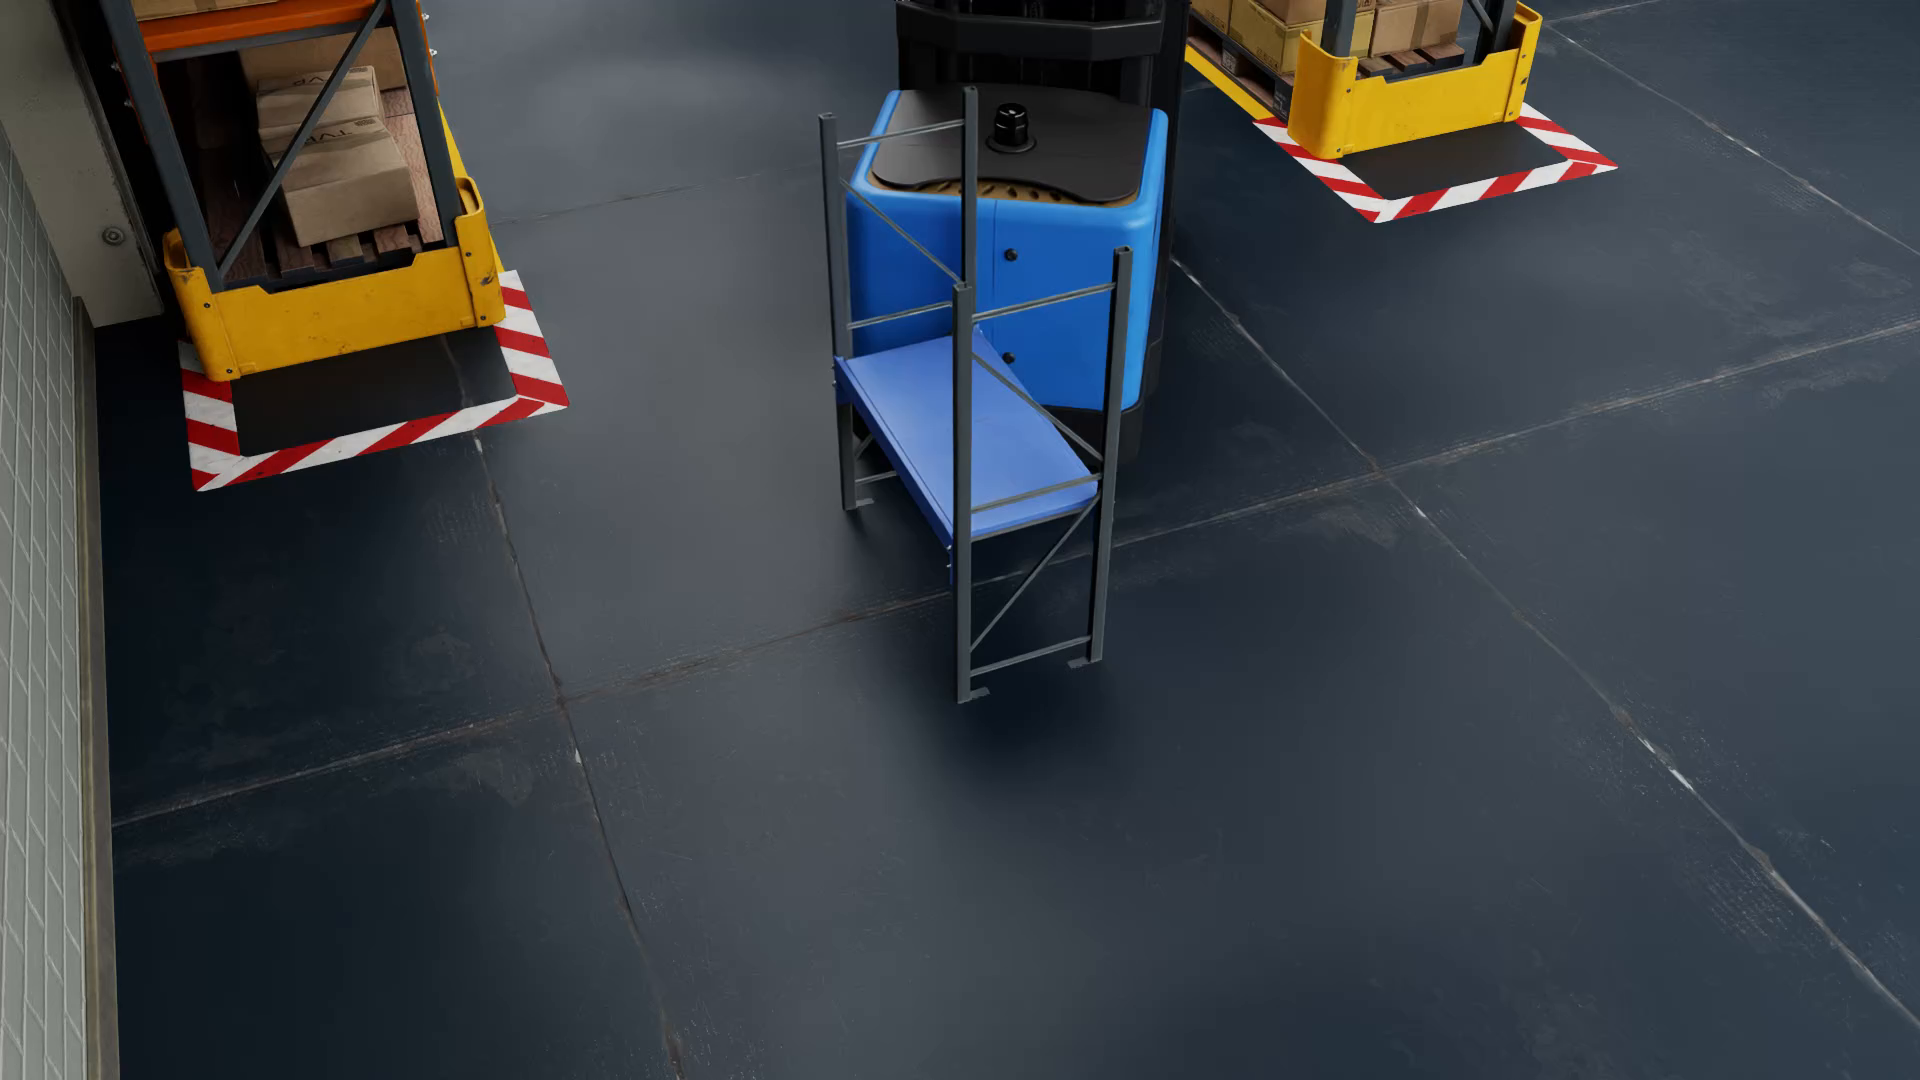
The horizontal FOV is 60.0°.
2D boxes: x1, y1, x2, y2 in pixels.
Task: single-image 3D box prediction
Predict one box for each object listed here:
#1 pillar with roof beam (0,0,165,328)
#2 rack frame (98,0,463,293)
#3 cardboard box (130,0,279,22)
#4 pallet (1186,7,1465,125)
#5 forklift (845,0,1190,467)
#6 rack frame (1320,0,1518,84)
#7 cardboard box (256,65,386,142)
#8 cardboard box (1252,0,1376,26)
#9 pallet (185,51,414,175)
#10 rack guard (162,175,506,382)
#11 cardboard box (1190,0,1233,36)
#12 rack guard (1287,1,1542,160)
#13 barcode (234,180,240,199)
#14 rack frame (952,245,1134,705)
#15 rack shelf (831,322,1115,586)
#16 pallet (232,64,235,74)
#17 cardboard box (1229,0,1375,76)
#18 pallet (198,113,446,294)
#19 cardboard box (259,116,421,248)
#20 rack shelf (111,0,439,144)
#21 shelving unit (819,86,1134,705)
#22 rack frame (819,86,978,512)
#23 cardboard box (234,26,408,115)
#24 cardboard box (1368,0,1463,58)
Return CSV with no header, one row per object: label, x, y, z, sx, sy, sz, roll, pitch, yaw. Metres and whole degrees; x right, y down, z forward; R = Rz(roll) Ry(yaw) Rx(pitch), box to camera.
pillar with roof beam,0.491,-5.497,5.241,9.100,9.000,0.400,-15,43,-17
rack frame,-2.419,-1.943,5.708,1.000,3.000,0.127,-15,43,-17
cardboard box,-2.777,-2.127,6.022,0.500,0.250,0.500,-15,43,-16
pallet,1.825,-2.574,8.581,1.003,0.211,1.213,-15,43,-17
forklift,0.347,-2.333,6.215,1.130,2.935,3.031,6,41,7
rack frame,2.156,-3.181,7.148,1.000,3.000,0.127,-15,43,-17
cardboard box,-2.819,-1.873,7.352,0.500,0.311,0.500,-12,42,-13
cardboard box,1.676,-2.830,7.953,0.500,0.500,0.500,-15,43,-17
pallet,-3.189,-2.163,8.104,1.003,0.211,1.213,-15,43,-17
rack guard,-2.448,-1.041,6.577,1.175,0.500,0.348,-15,43,-17
cardboard box,1.476,-2.845,8.544,0.500,0.250,0.500,-15,43,-17
rack guard,2.165,-2.218,7.946,1.175,0.500,0.348,-15,43,-17
barcode,-2.977,-1.444,6.846,0.001,0.075,0.075,-15,43,-17
rack frame,0.216,-0.130,4.751,0.500,1.500,0.032,-15,43,-17
rack shelf,0.017,-0.299,5.223,0.538,0.185,1.000,-15,43,-17
pallet,-3.660,-2.899,8.959,1.003,0.211,1.213,-15,43,-17
cardboard box,1.678,-2.547,8.198,0.500,0.250,0.500,-15,43,-17
pallet,-2.726,-1.429,7.250,1.003,0.211,1.213,-15,43,-17
cardboard box,-2.601,-1.529,6.952,0.500,0.311,0.500,-20,45,-22
rack shelf,-3.184,-2.875,7.344,1.077,0.370,4.000,-15,43,-17
shelving unit,0.017,-0.435,5.106,0.538,1.500,1.048,-15,43,-17
rack frame,-0.181,-0.740,5.460,0.500,1.500,0.032,-15,43,-17
cardboard box,-3.053,-2.399,7.819,0.700,0.500,0.500,-18,44,-20
cardboard box,2.156,-2.676,8.348,0.500,0.250,0.500,-15,43,-17
